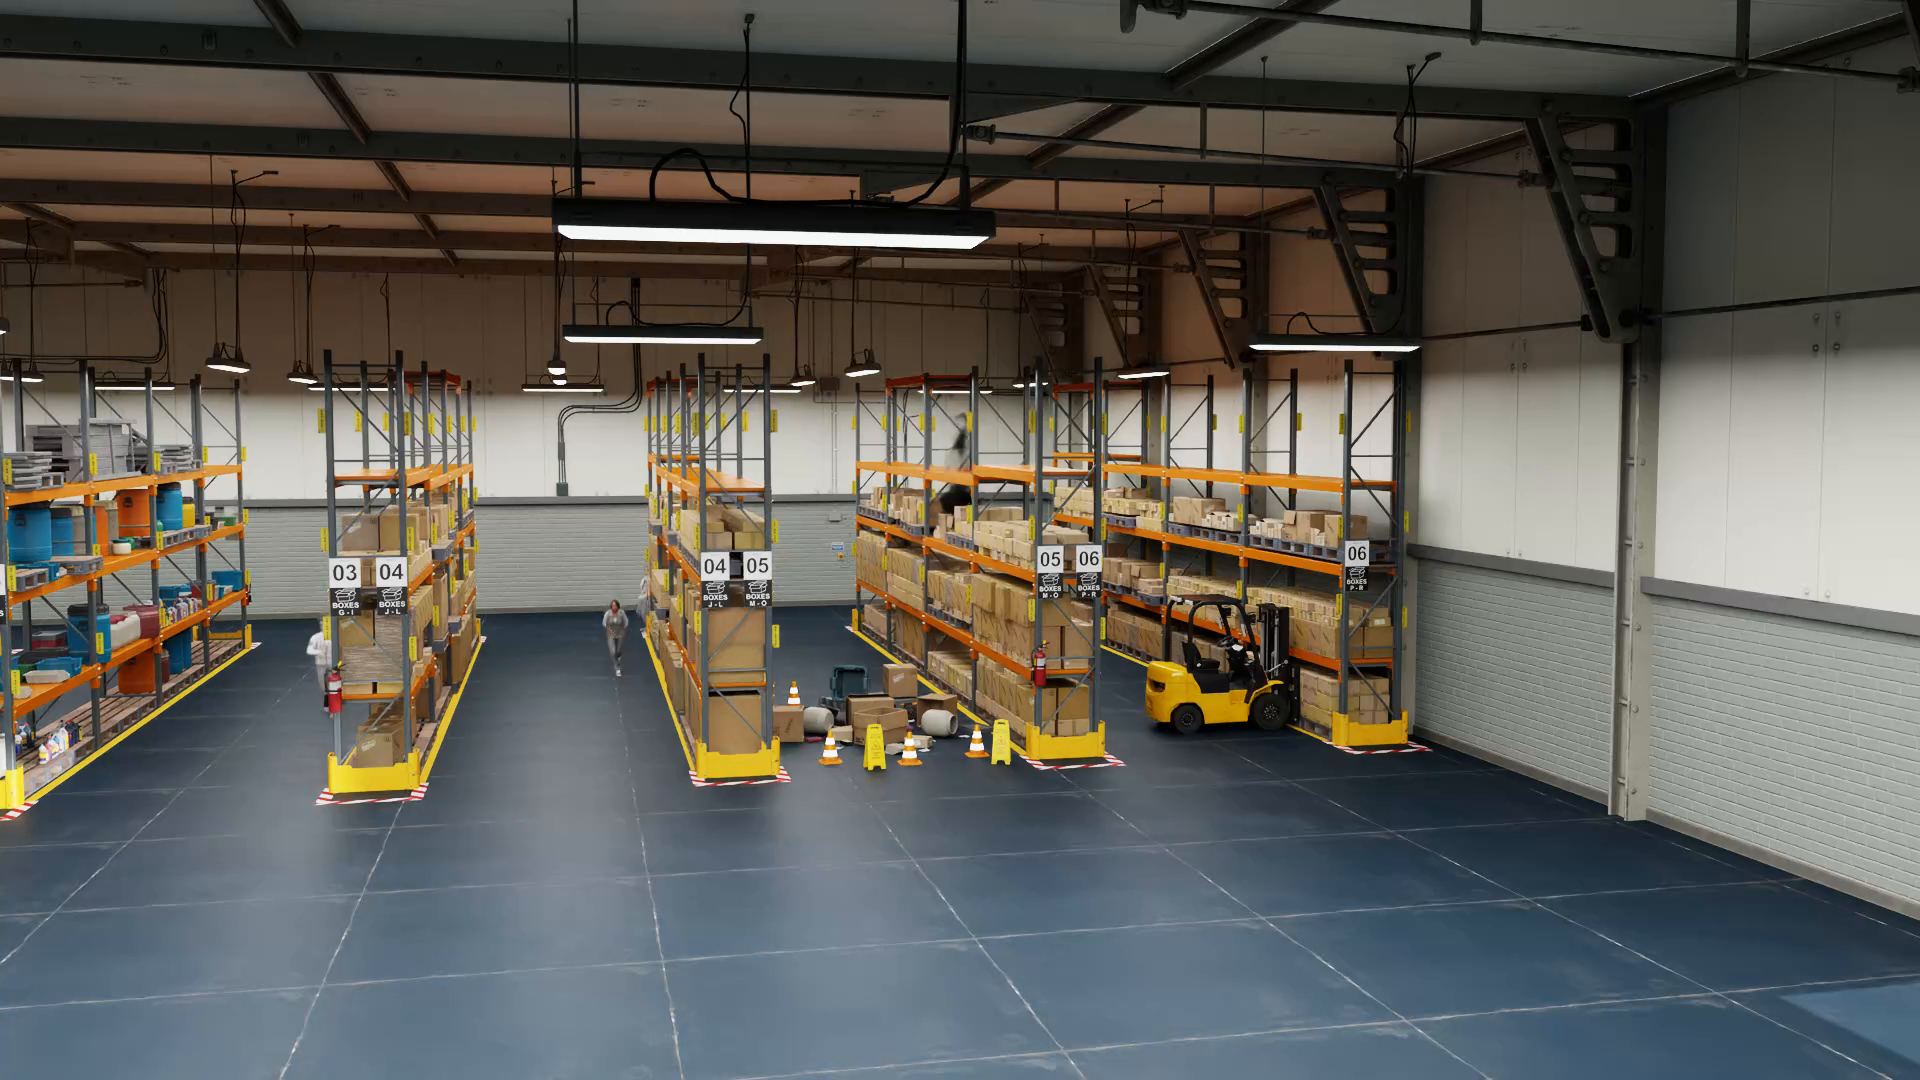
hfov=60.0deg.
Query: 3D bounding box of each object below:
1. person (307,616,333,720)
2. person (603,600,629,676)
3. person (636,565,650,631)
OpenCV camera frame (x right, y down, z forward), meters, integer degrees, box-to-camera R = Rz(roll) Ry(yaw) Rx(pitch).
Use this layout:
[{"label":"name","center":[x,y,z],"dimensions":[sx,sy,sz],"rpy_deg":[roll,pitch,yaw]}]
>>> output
[{"label":"person","center":[-10.862,2.169,28.510],"dimensions":[0.597,1.746,0.769],"rpy_deg":[-1,4,-17]},{"label":"person","center":[-6.872,1.939,33.212],"dimensions":[0.506,1.539,0.688],"rpy_deg":[-1,4,-7]},{"label":"person","center":[-7.546,1.396,40.074],"dimensions":[0.513,1.627,0.663],"rpy_deg":[-3,5,-33]}]
